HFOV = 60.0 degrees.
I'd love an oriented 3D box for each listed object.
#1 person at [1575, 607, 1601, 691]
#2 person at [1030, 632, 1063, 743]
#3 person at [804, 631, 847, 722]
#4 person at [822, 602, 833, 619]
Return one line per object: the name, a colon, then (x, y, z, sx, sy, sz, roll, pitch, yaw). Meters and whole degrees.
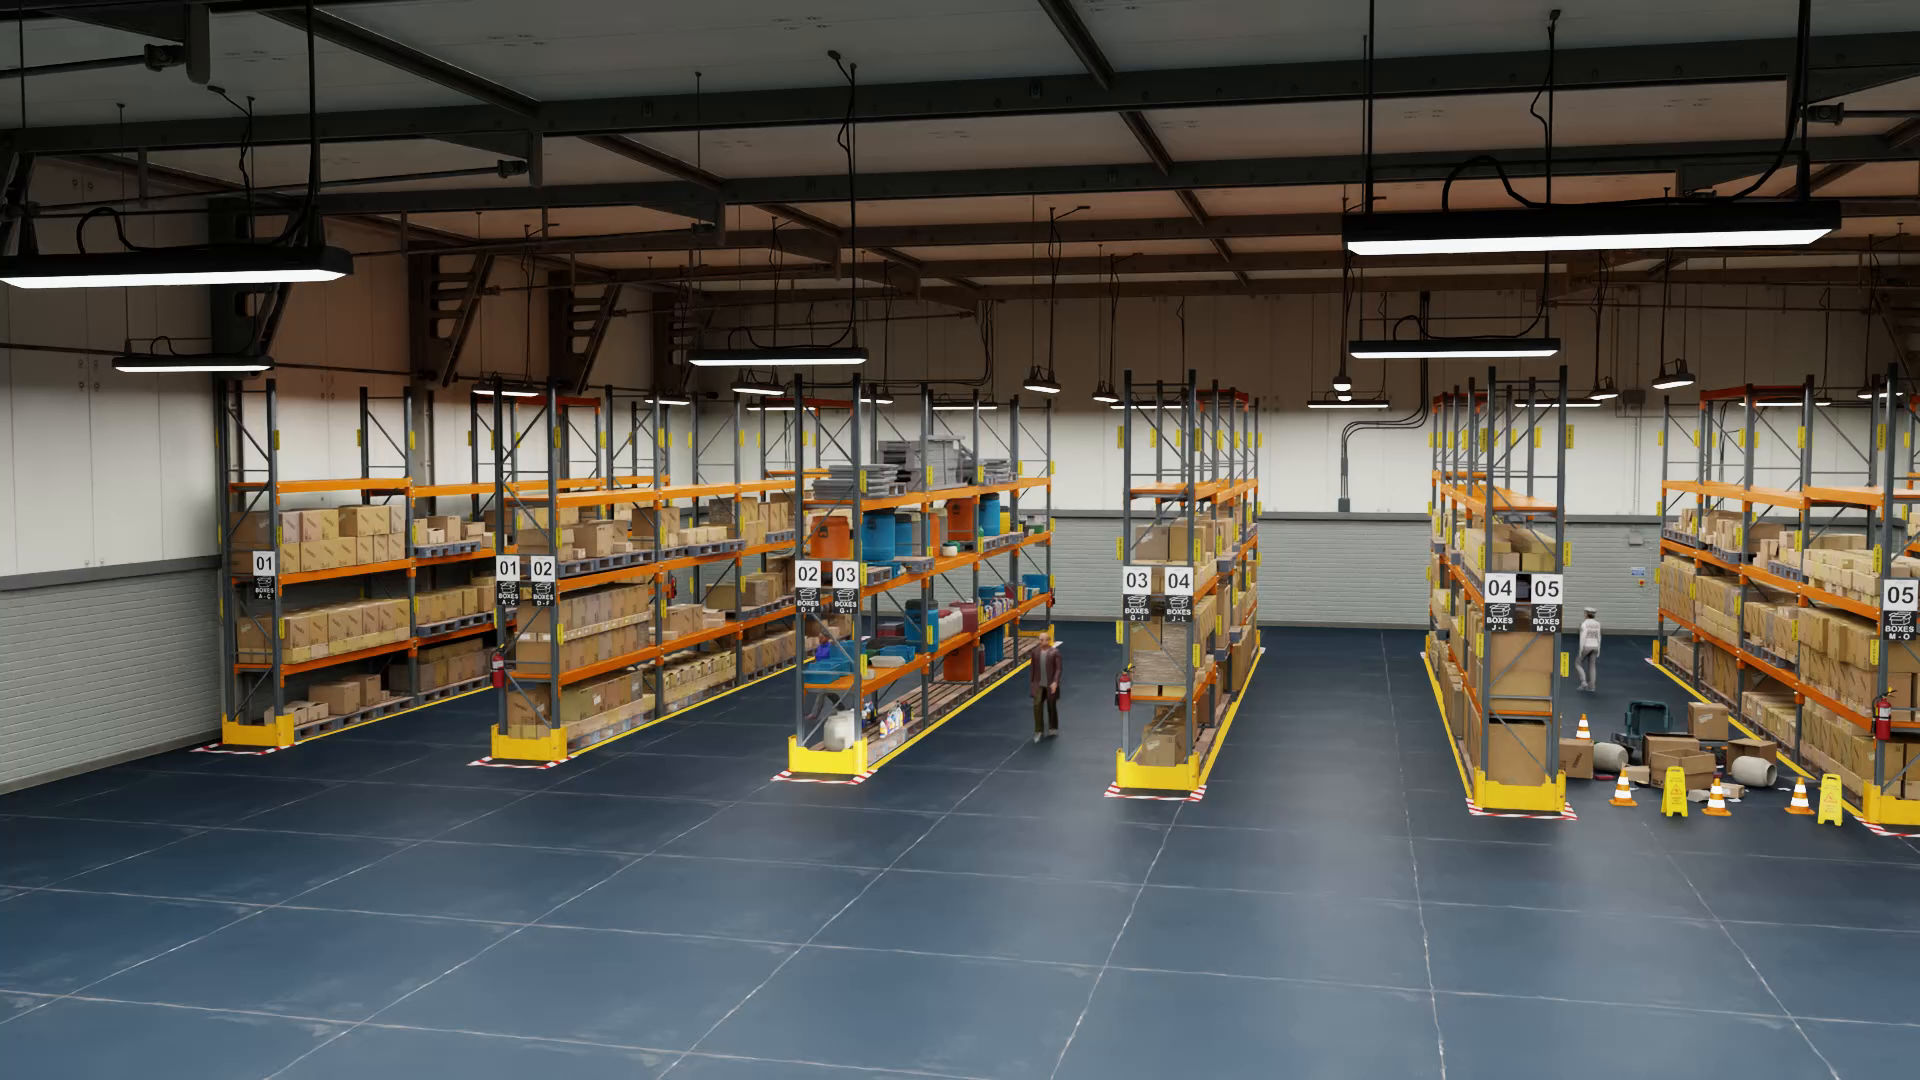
person: (12.536, 2.178, 33.158, 0.513, 1.692, 0.379, -1, 4, -15)
person: (1.421, 2.452, 27.884, 0.608, 1.796, 0.866, 1, 4, 18)
person: (-2.420, 2.406, 29.613, 1.066, 1.585, 0.502, -2, 4, -33)
person: (-3.569, 1.454, 44.682, 0.546, 1.707, 0.674, -2, 4, -35)
